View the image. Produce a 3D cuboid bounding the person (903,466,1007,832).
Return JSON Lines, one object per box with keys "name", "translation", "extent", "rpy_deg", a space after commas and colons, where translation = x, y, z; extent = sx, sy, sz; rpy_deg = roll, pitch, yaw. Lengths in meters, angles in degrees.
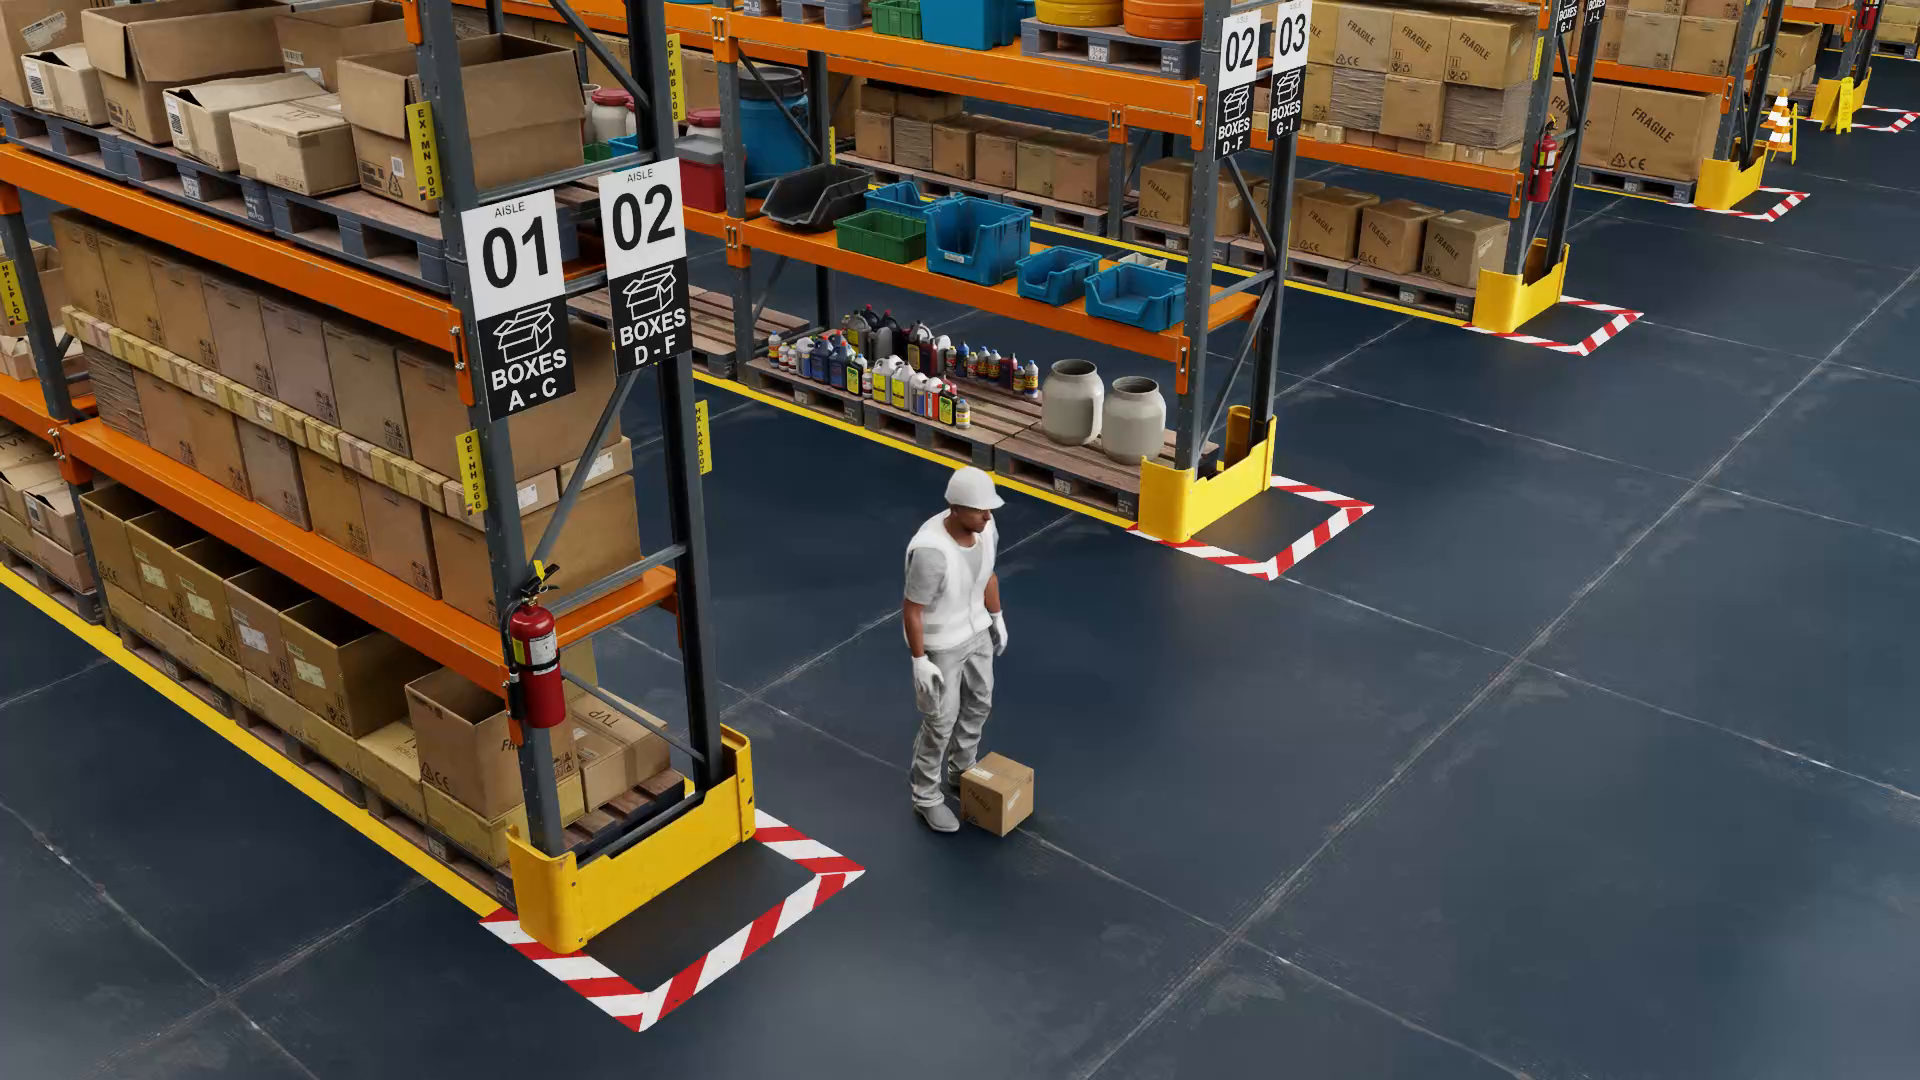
{"name": "person", "translation": [-0.015, 0.470, 7.687], "extent": [0.446, 1.774, 0.619], "rpy_deg": [21, 34, 35]}
